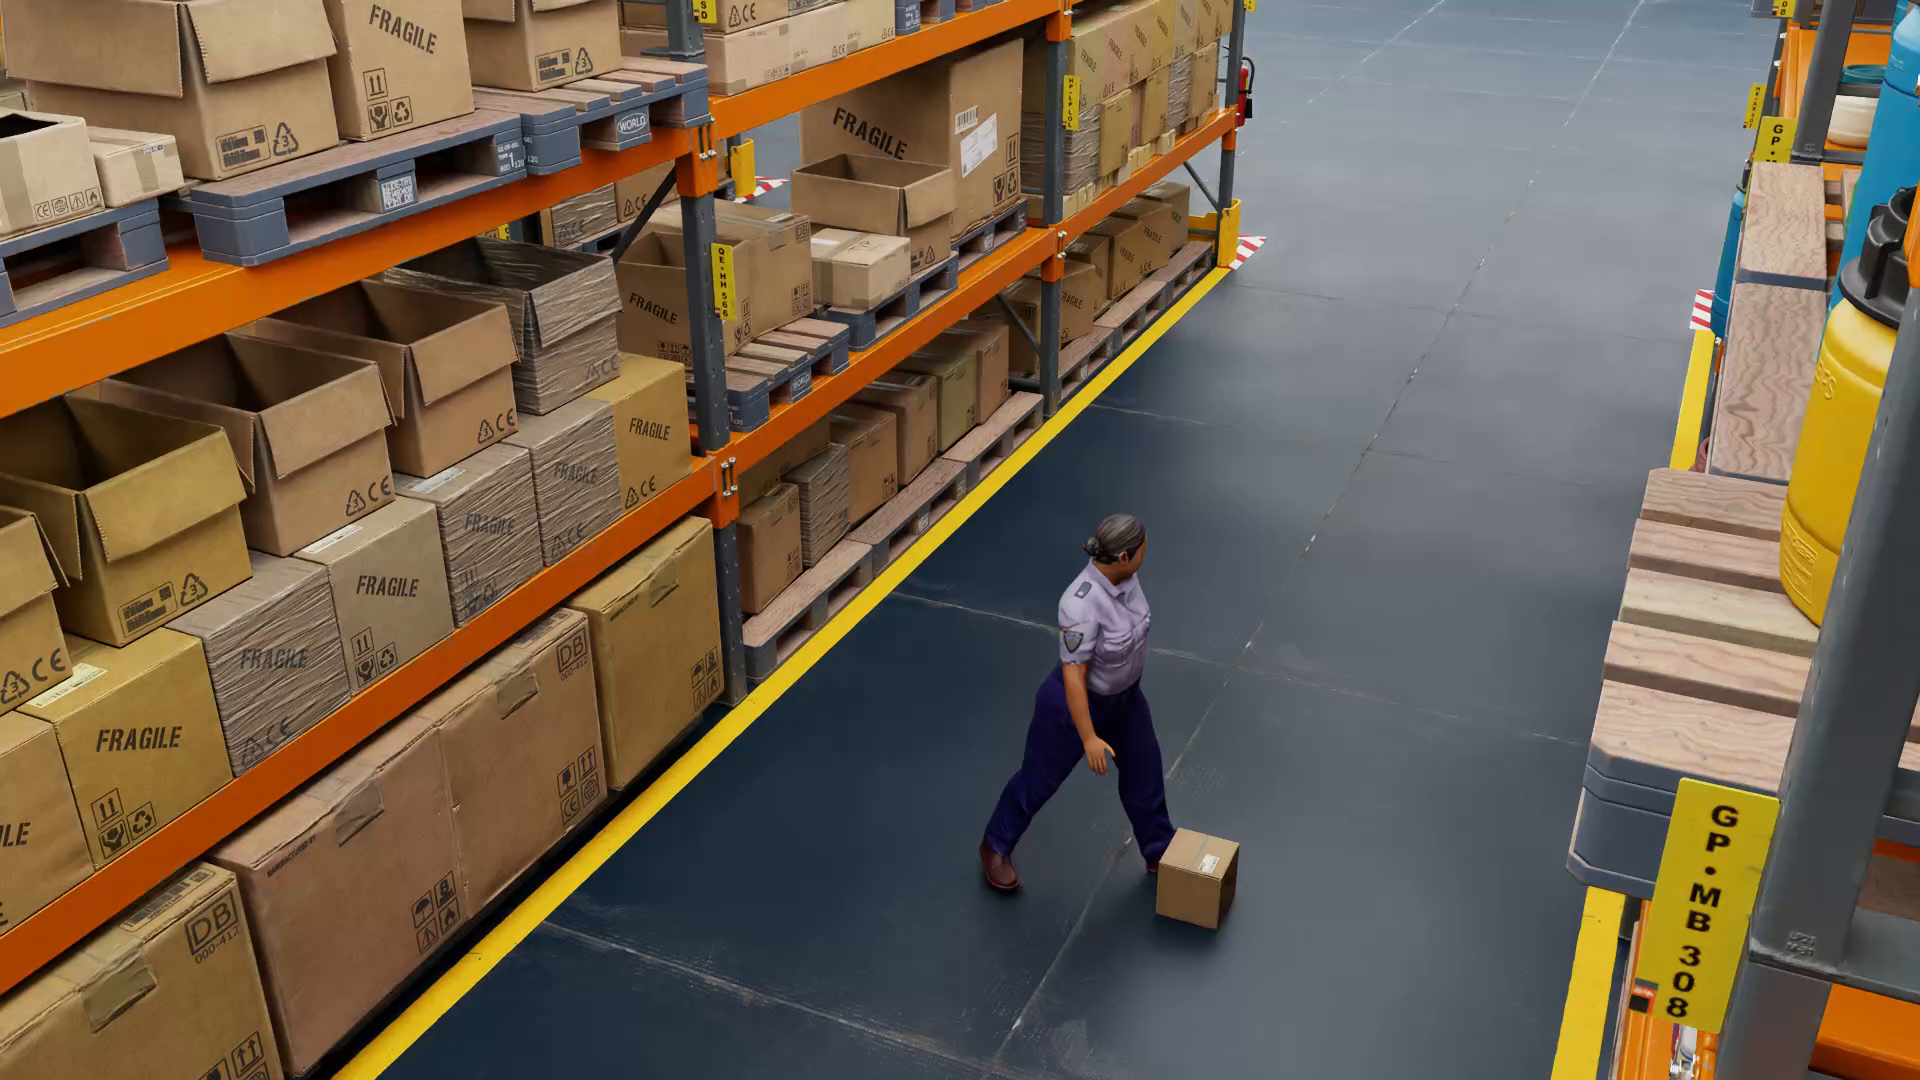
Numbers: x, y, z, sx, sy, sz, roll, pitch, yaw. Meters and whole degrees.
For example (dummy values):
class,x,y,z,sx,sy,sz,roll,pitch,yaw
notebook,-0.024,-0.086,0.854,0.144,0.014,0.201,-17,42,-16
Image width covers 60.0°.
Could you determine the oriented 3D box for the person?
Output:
class,x,y,z,sx,sy,sz,roll,pitch,yaw
person,0.525,0.637,6.344,0.858,1.607,0.646,20,32,34
